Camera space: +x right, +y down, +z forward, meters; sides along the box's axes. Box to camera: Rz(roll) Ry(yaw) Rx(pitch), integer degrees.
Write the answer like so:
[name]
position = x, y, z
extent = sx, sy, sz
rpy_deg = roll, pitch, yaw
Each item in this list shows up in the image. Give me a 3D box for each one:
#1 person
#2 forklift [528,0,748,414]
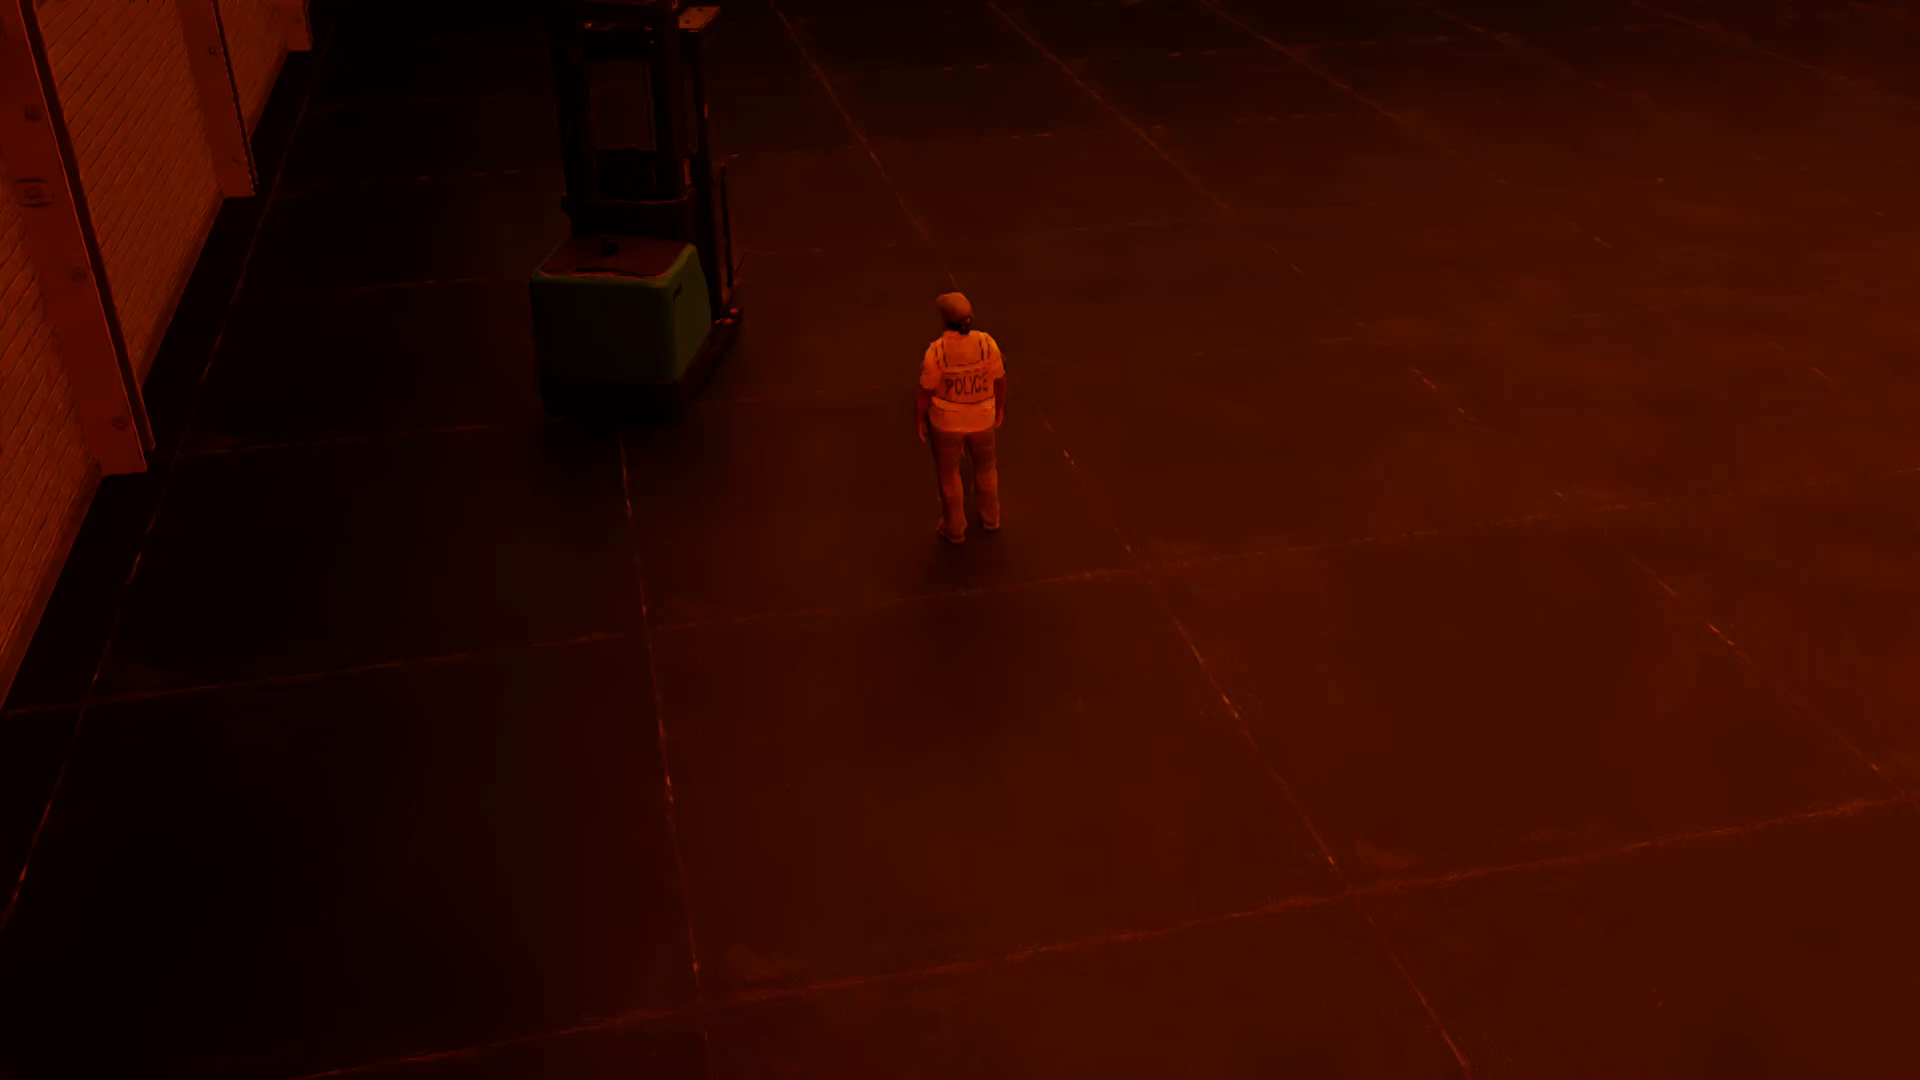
[person]
position = 0.004, -0.767, 10.148
extent = 0.598, 1.669, 0.529
rpy_deg = -7, 31, -12
[forklift]
position = -2.350, -2.884, 12.556
extent = 1.130, 2.935, 3.031
rpy_deg = 3, 30, 6
